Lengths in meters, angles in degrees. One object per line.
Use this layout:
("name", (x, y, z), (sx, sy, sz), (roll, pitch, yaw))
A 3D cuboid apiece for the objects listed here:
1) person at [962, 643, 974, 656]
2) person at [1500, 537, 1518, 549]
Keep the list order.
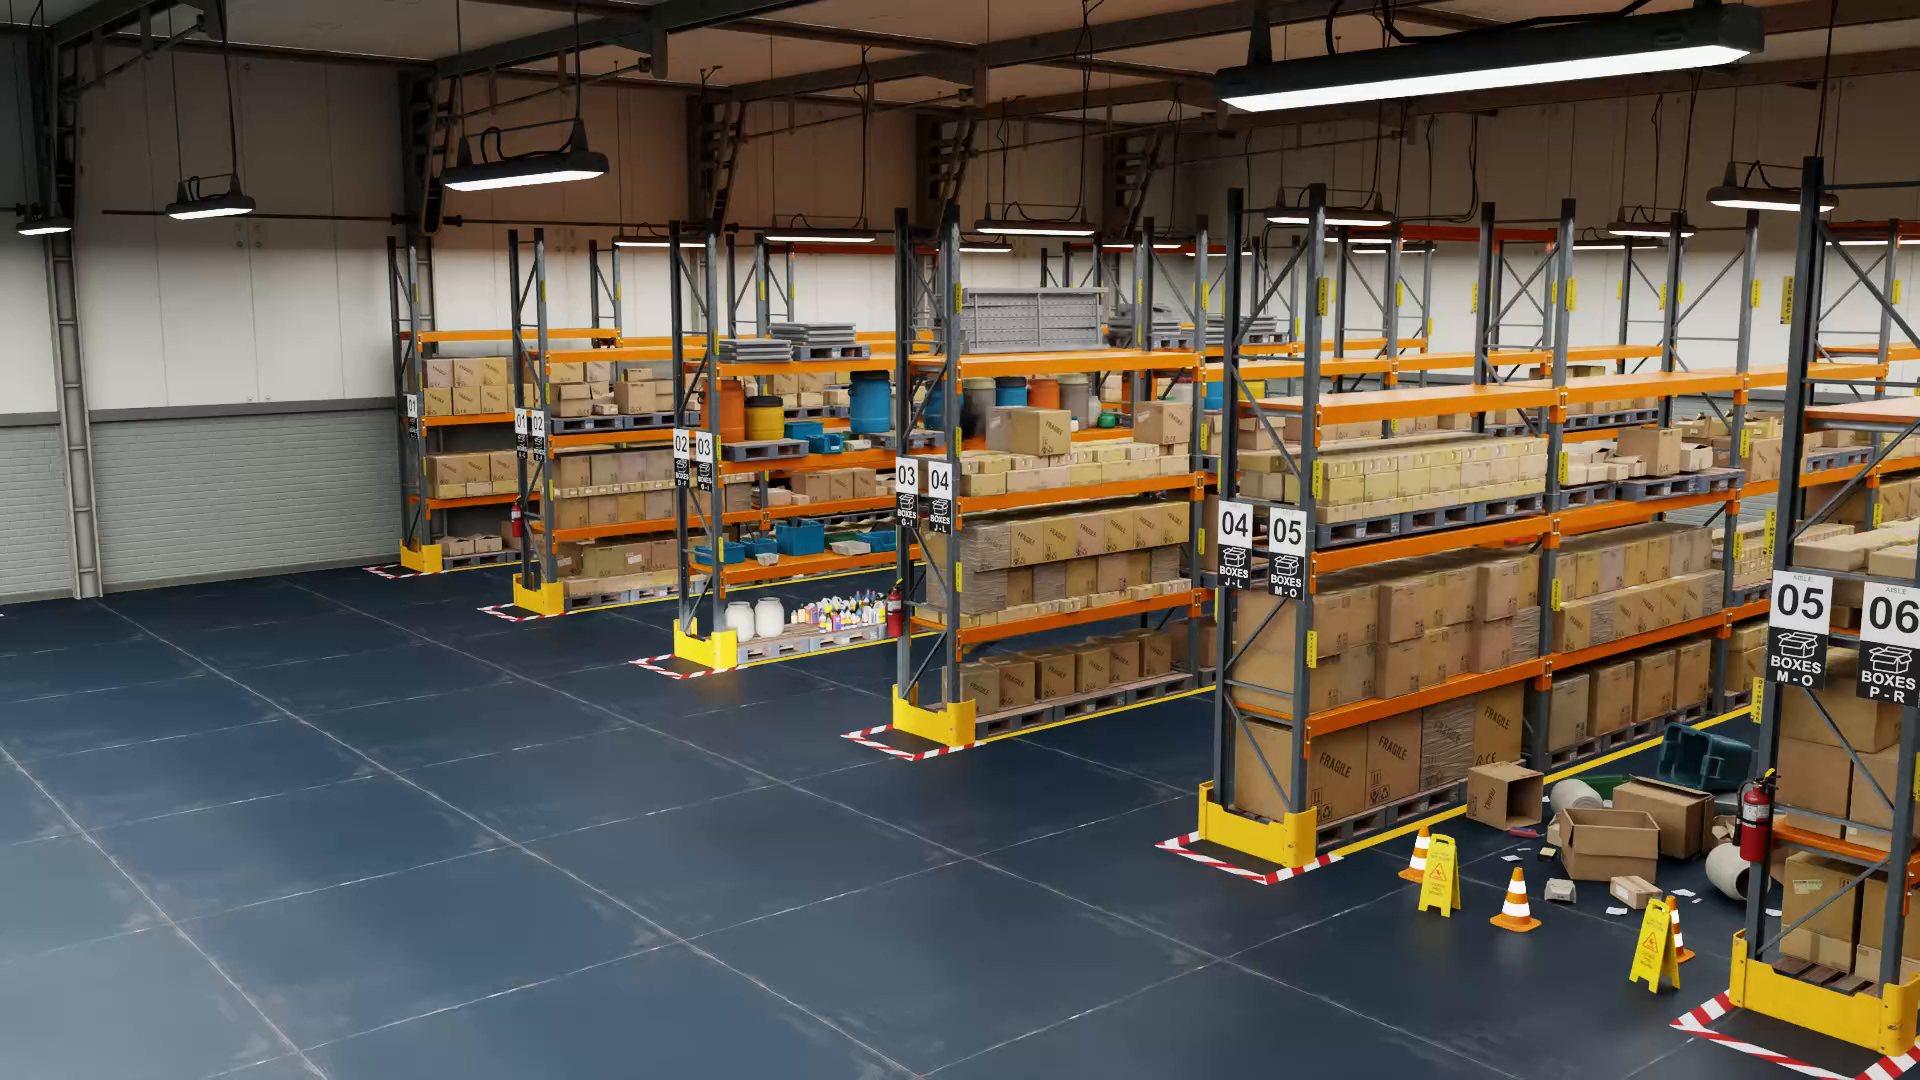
("person", (0.252, 0.752, 23.565), (0.750, 1.714, 1.048), (5, 10, 28))
("person", (7.805, 0.722, 23.518), (0.653, 1.713, 0.712), (6, 11, 34))
